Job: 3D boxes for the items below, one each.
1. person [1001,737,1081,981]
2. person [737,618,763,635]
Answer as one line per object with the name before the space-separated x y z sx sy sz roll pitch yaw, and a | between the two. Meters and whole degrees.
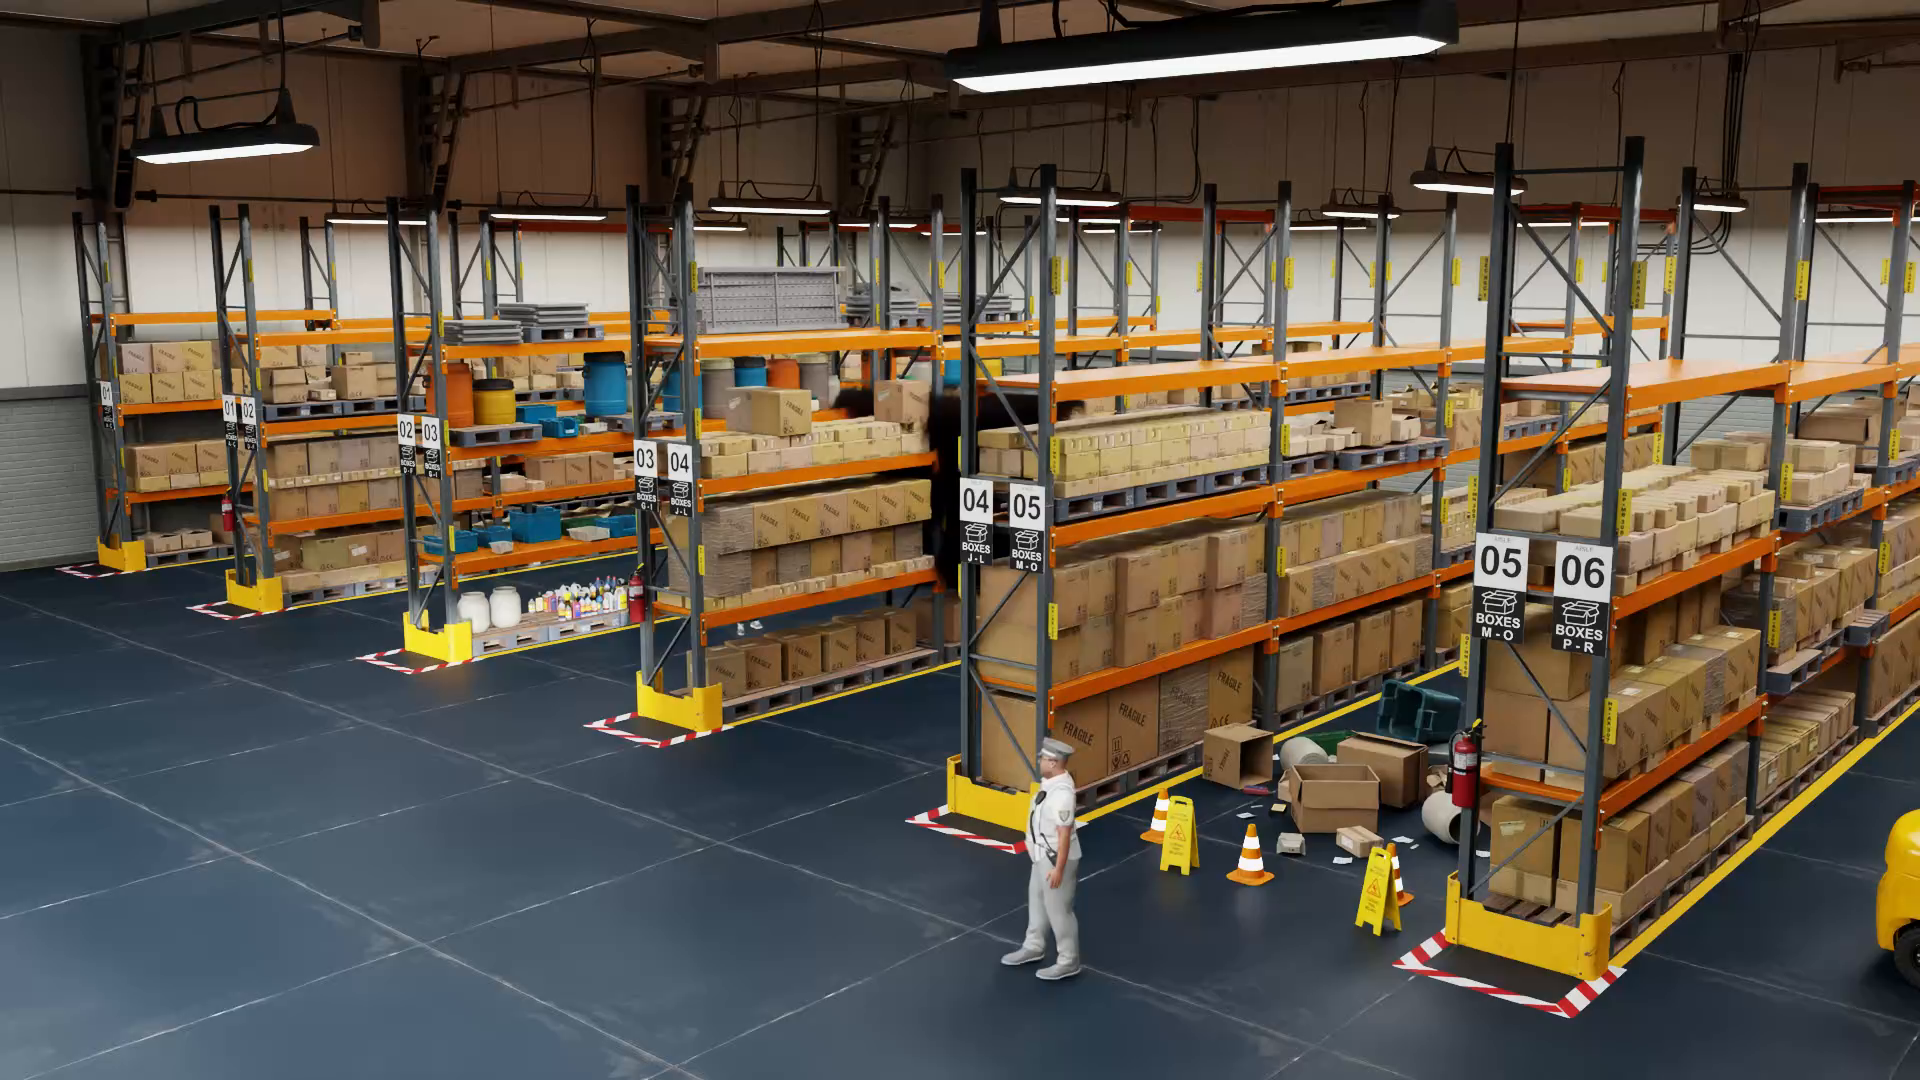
person | 0.598 2.313 12.100 0.565 1.784 0.549 0 9 -3
person | -2.791 0.423 22.262 0.483 1.650 0.346 -6 11 -33
